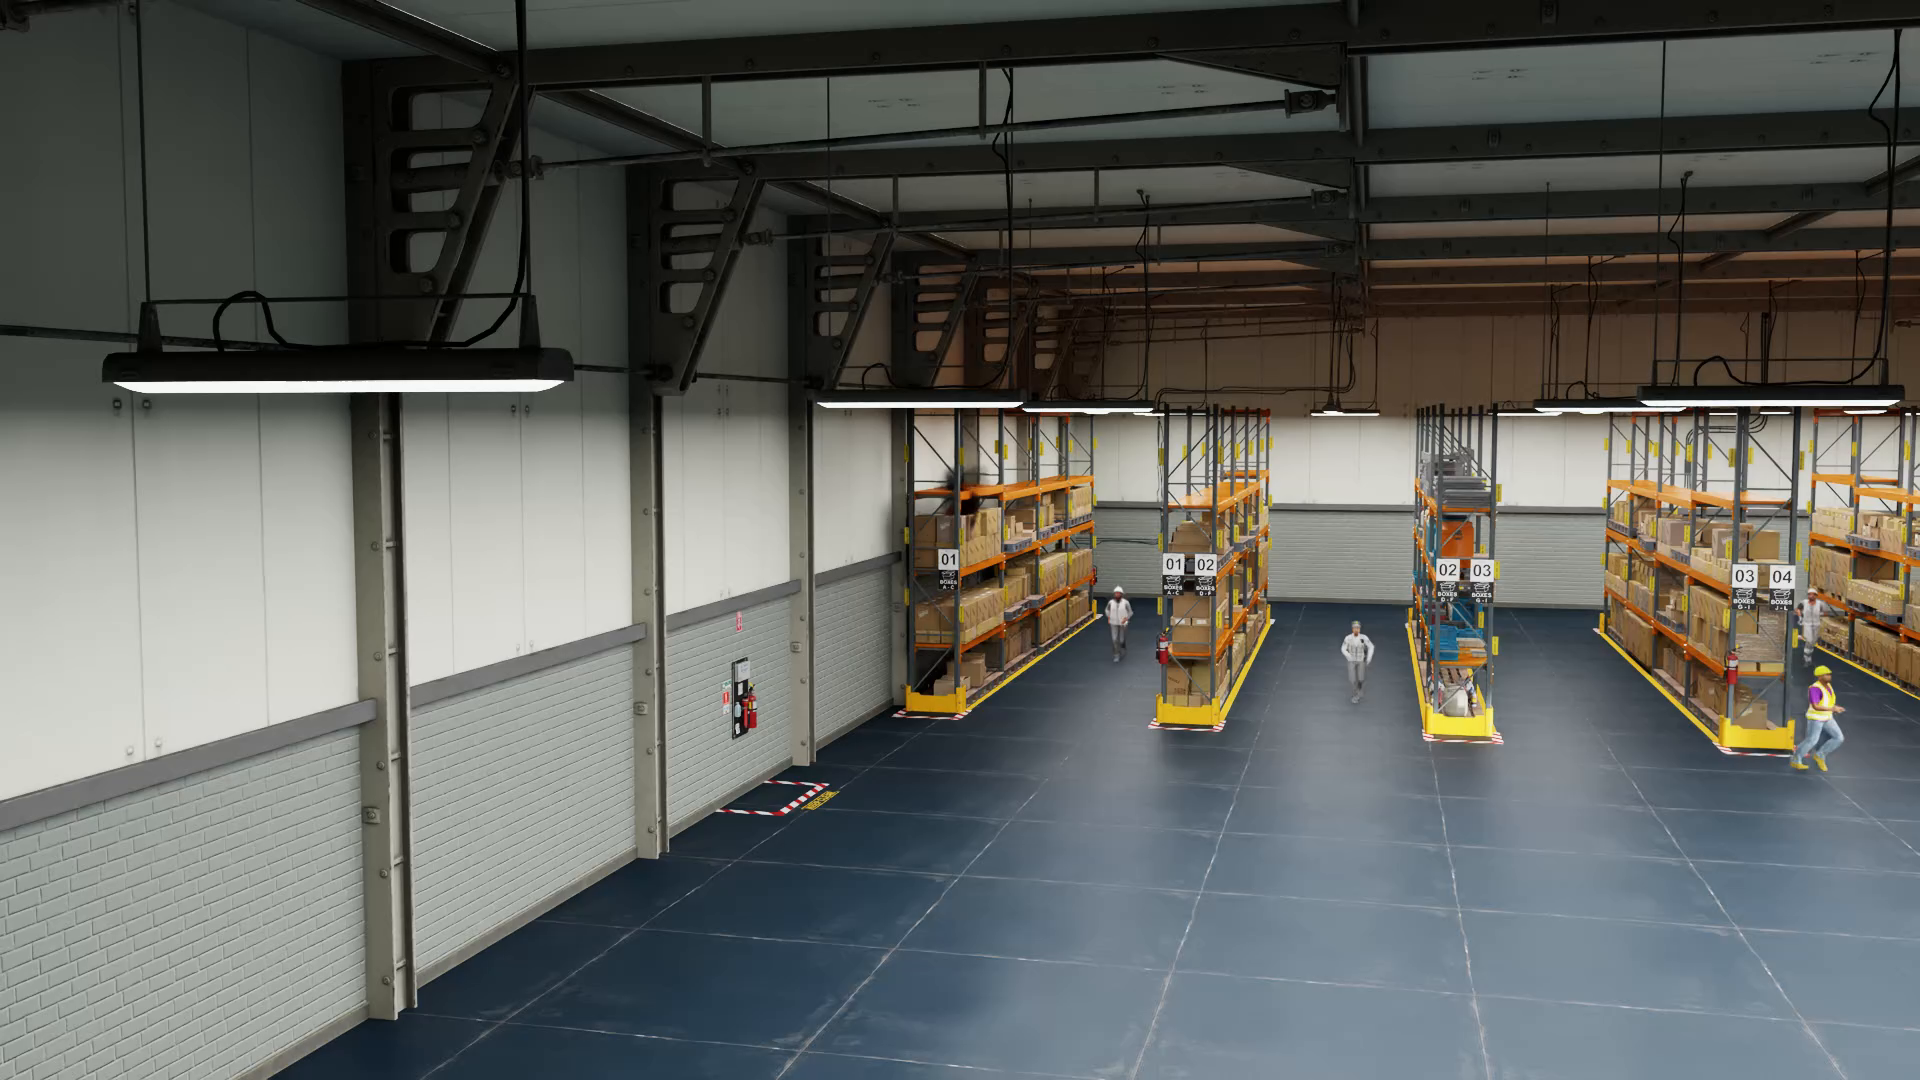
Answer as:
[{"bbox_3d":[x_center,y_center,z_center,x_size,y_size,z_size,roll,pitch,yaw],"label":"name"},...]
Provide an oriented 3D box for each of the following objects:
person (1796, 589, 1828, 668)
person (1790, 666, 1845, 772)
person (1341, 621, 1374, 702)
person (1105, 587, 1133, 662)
[{"bbox_3d":[19.727,2.042,38.492,0.616,1.852,0.783,1,4,16],"label":"person"},{"bbox_3d":[13.906,2.882,26.839,0.718,1.729,0.837,-3,5,-34],"label":"person"},{"bbox_3d":[8.006,2.456,33.517,0.643,1.657,0.560,1,4,13],"label":"person"},{"bbox_3d":[3.755,1.982,39.387,0.673,1.753,0.789,1,4,11],"label":"person"}]
